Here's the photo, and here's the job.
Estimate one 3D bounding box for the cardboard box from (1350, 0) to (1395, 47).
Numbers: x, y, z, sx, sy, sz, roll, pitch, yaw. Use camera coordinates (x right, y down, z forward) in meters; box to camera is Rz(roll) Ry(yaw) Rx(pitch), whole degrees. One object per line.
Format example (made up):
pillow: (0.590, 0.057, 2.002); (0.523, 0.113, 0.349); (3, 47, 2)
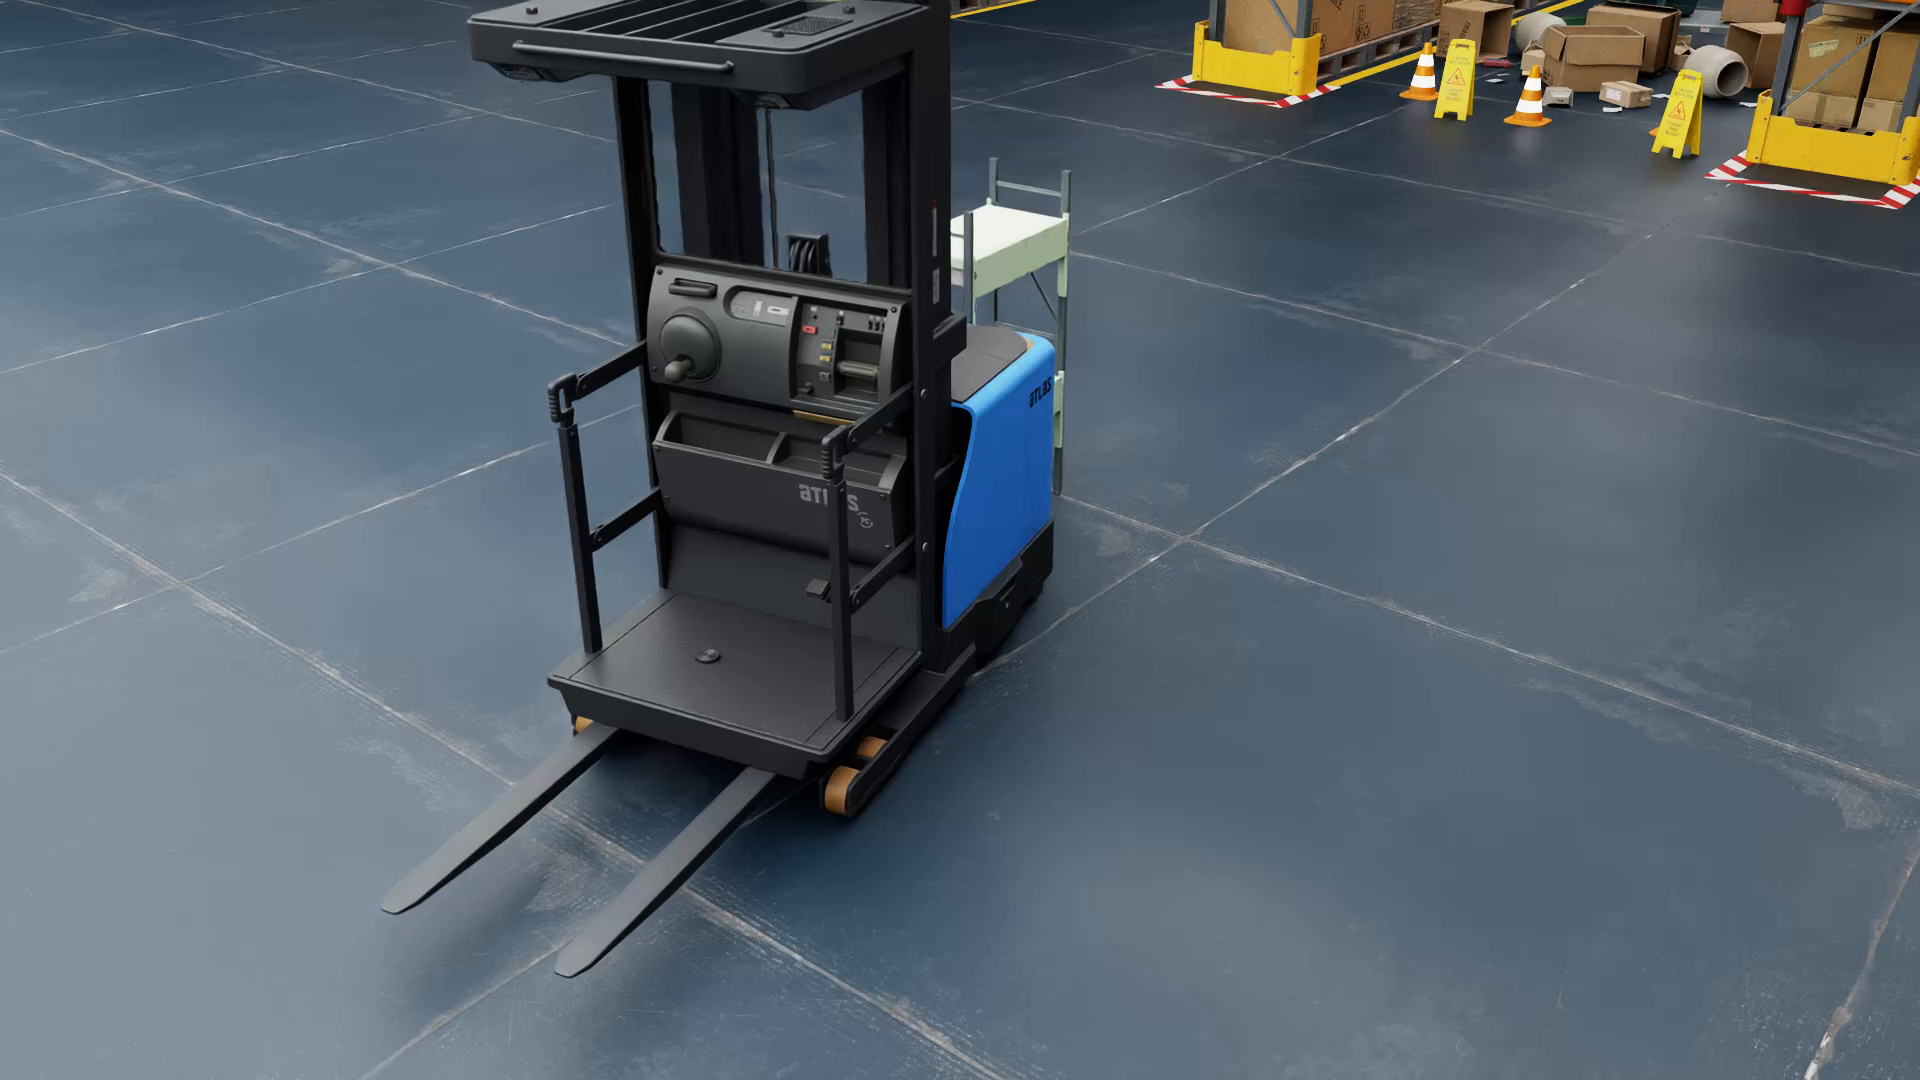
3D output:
cardboard box: (3.668, -5.378, 16.236); (0.875, 0.875, 0.875); (20, 34, 34)

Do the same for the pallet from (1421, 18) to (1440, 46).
pallet: (4.730, -5.495, 17.643); (1.003, 0.211, 1.213); (21, 34, 34)

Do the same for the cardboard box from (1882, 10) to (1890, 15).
cardboard box: (7.266, -4.336, 13.381); (0.380, 0.149, 0.250); (21, 34, 35)

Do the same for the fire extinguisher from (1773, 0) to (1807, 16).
fire extinguisher: (6.185, -4.211, 12.210); (0.296, 0.674, 0.183); (21, 34, 34)

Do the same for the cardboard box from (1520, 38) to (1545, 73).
cardboard box: (5.602, -4.619, 15.889); (0.258, 0.266, 0.396); (-21, 34, -35)

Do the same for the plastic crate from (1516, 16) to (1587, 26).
plastic crate: (6.174, -5.313, 17.253); (0.662, 0.188, 0.450); (-10, 19, -18)

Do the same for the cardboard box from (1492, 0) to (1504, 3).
cardboard box: (5.599, -6.414, 18.376); (1.050, 0.750, 0.750); (21, 34, 34)

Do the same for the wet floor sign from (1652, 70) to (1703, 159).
wet floor sign: (5.667, -3.351, 13.026); (0.232, 0.644, 0.267); (-15, 31, -27)

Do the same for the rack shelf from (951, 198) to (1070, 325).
rack shelf: (0.090, -1.138, 6.969); (0.431, 0.370, 0.720); (18, 32, 30)

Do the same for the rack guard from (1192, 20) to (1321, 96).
rack guard: (2.714, -4.444, 15.296); (1.175, 0.500, 0.348); (21, 34, 34)

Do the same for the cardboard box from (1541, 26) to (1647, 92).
cardboard box: (5.777, -4.405, 15.218); (0.797, 0.503, 0.637); (0, 27, 0)

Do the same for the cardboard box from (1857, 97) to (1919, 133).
cardboard box: (7.340, -3.322, 12.942); (0.500, 0.250, 0.500); (20, 34, 34)

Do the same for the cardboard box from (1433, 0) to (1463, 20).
cardboard box: (4.820, -6.021, 17.479); (0.875, 0.875, 0.875); (21, 34, 35)

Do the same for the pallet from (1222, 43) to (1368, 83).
pallet: (3.178, -4.630, 15.971); (1.003, 0.211, 1.213); (21, 34, 34)

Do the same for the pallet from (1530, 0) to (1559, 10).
pallet: (6.482, -6.472, 19.531); (1.003, 0.211, 1.213); (21, 34, 34)

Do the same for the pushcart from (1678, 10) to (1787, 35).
pushcart: (7.366, -5.054, 16.608); (1.648, 0.377, 0.936); (9, 29, 17)

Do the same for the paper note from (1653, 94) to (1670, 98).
paper note: (6.335, -4.002, 14.965); (0.142, 0.019, 0.148); (-15, 31, -27)

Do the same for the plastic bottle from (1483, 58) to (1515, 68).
plastic bottle: (5.227, -4.621, 16.116); (0.283, 0.061, 0.133); (9, 29, 17)

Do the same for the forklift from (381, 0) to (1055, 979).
forklift: (-0.704, -0.618, 5.254); (1.130, 2.935, 3.031); (12, 30, 22)

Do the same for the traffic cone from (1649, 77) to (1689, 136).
traffic cone: (5.891, -3.554, 13.617); (0.336, 0.463, 0.334); (21, 34, 34)

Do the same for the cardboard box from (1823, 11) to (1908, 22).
cardboard box: (7.251, -3.996, 13.430); (0.500, 0.500, 0.500); (22, 35, 36)

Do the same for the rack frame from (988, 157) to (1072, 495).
rack frame: (0.298, -0.930, 7.416); (0.400, 1.500, 0.023); (18, 32, 30)

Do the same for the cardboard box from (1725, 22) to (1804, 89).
cardboard box: (7.426, -4.478, 15.360); (0.500, 0.500, 0.500); (-5, 28, -9)

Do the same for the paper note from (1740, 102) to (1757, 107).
paper note: (6.953, -3.842, 14.643); (0.142, 0.019, 0.148); (9, 29, 17)

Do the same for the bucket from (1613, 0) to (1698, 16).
bucket: (6.966, -5.480, 16.486); (0.620, 0.611, 0.726); (-5, 26, -32)

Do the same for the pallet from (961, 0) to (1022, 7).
pallet: (0.335, -6.545, 19.671); (1.003, 0.211, 1.213); (21, 34, 34)

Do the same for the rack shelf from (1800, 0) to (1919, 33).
rack shelf: (7.885, -4.541, 13.547); (1.077, 0.370, 4.000); (21, 34, 34)

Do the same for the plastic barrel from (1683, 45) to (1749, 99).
plastic barrel: (6.759, -4.182, 14.873); (0.421, 0.421, 0.512); (-5, 28, -9)

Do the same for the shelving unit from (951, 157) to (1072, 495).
shelving unit: (0.090, -0.792, 7.148); (0.431, 1.500, 0.755); (18, 32, 30)

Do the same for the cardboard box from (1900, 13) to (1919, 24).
cardboard box: (7.684, -3.850, 13.148); (0.500, 0.500, 0.500); (19, 33, 33)

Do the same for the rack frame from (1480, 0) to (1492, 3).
rack frame: (5.274, -6.981, 17.479); (1.000, 3.000, 0.127); (21, 34, 34)

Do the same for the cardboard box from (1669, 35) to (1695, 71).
cardboard box: (6.983, -4.694, 16.034); (0.258, 0.266, 0.396); (0, 27, 0)
